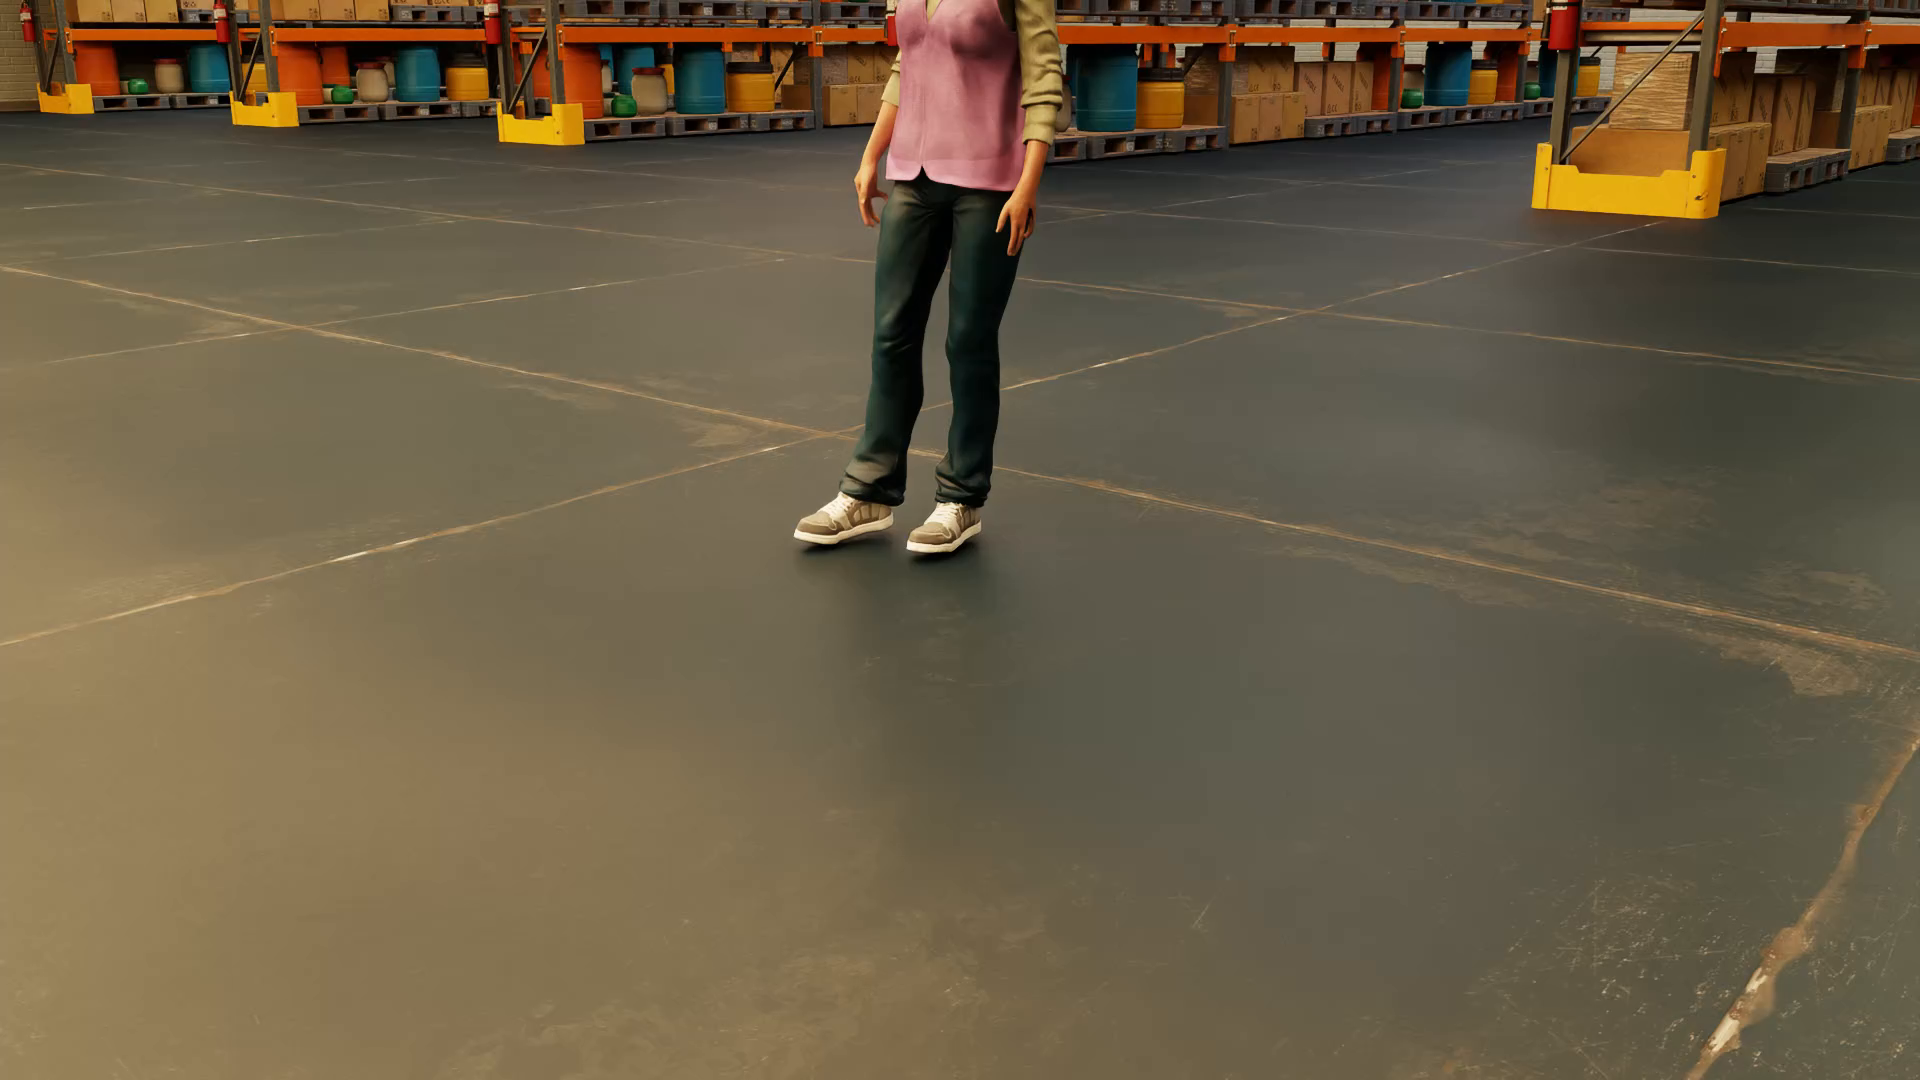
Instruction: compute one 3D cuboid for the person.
[{"bbox_3d":[-0.059,-0.757,3.661,0.520,1.599,0.473,13,21,37],"label":"person"}]
